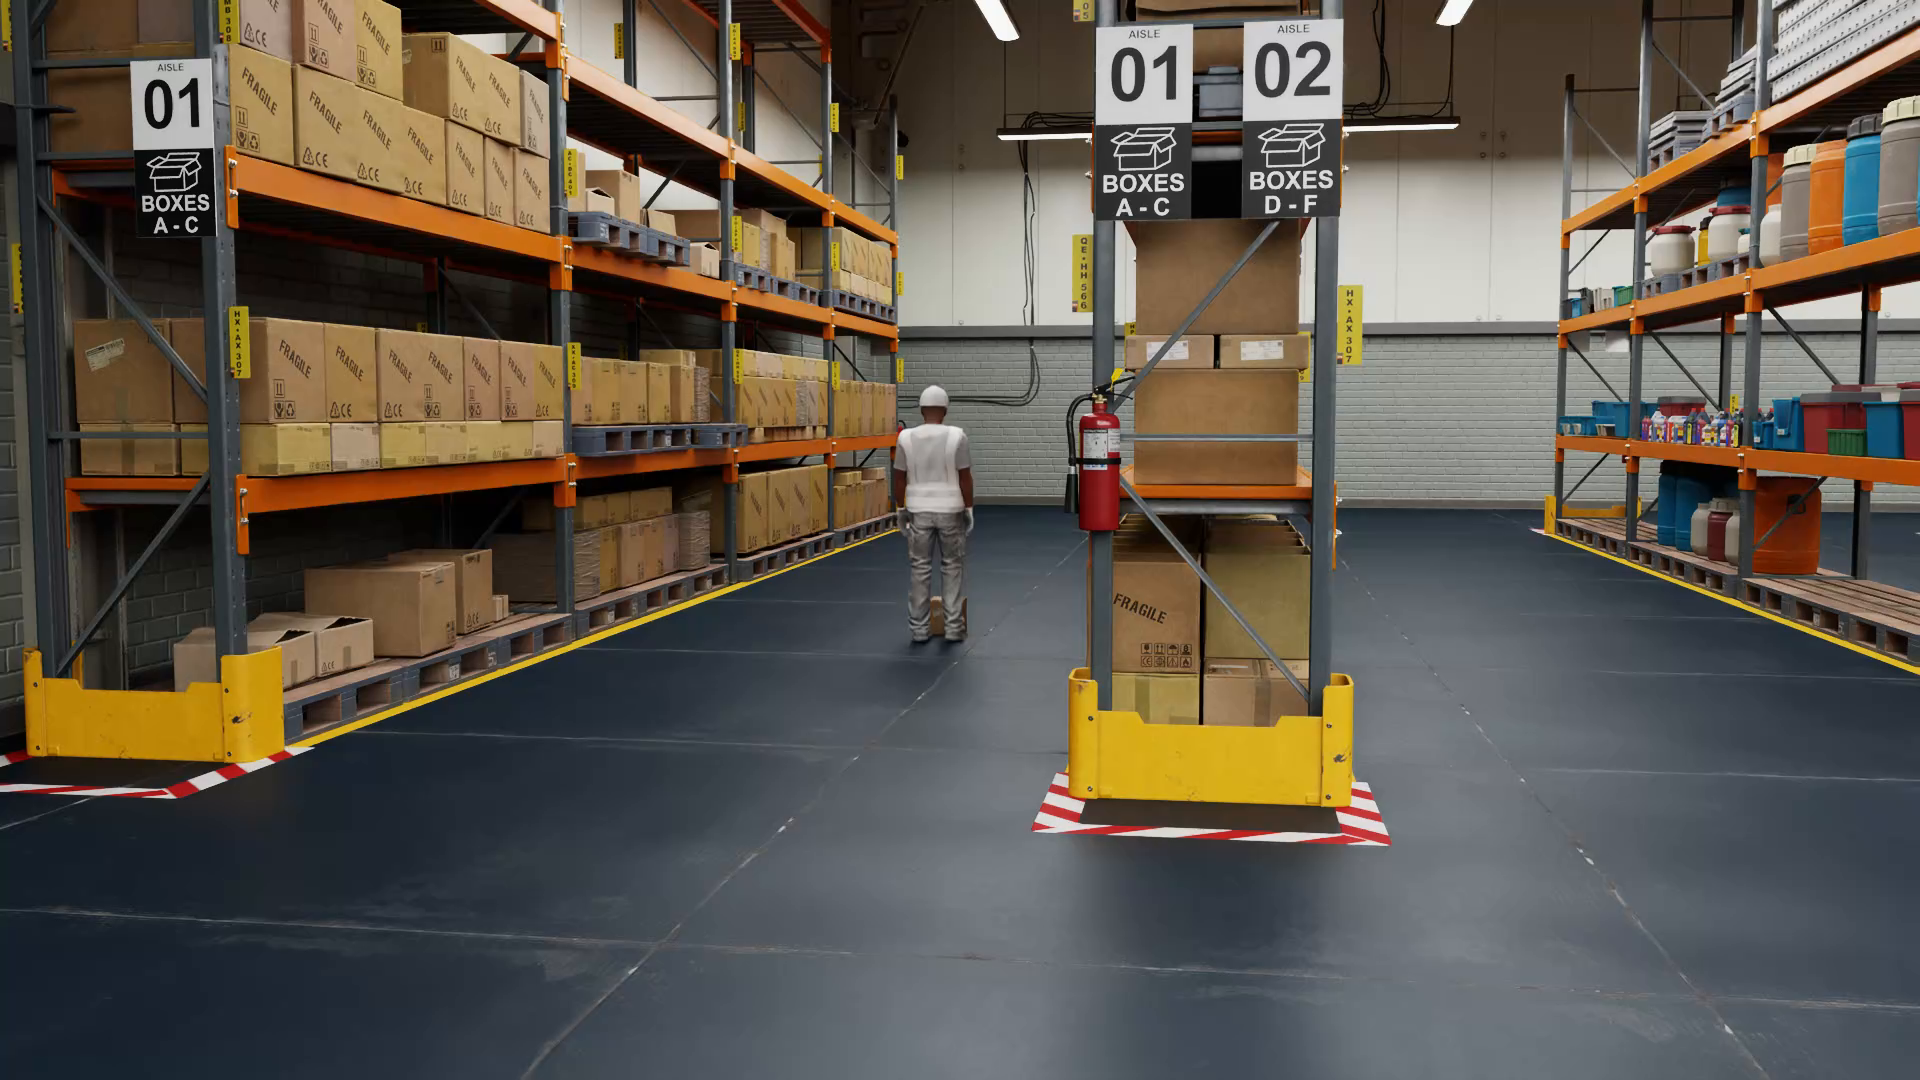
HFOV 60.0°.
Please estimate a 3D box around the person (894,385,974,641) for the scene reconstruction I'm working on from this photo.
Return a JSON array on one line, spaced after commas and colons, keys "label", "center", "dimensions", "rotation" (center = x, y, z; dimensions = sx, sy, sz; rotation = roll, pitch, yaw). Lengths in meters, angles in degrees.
[{"label": "person", "center": [-0.175, -0.176, 11.706], "dimensions": [0.564, 1.815, 0.405], "rotation": [1, 4, 9]}]
